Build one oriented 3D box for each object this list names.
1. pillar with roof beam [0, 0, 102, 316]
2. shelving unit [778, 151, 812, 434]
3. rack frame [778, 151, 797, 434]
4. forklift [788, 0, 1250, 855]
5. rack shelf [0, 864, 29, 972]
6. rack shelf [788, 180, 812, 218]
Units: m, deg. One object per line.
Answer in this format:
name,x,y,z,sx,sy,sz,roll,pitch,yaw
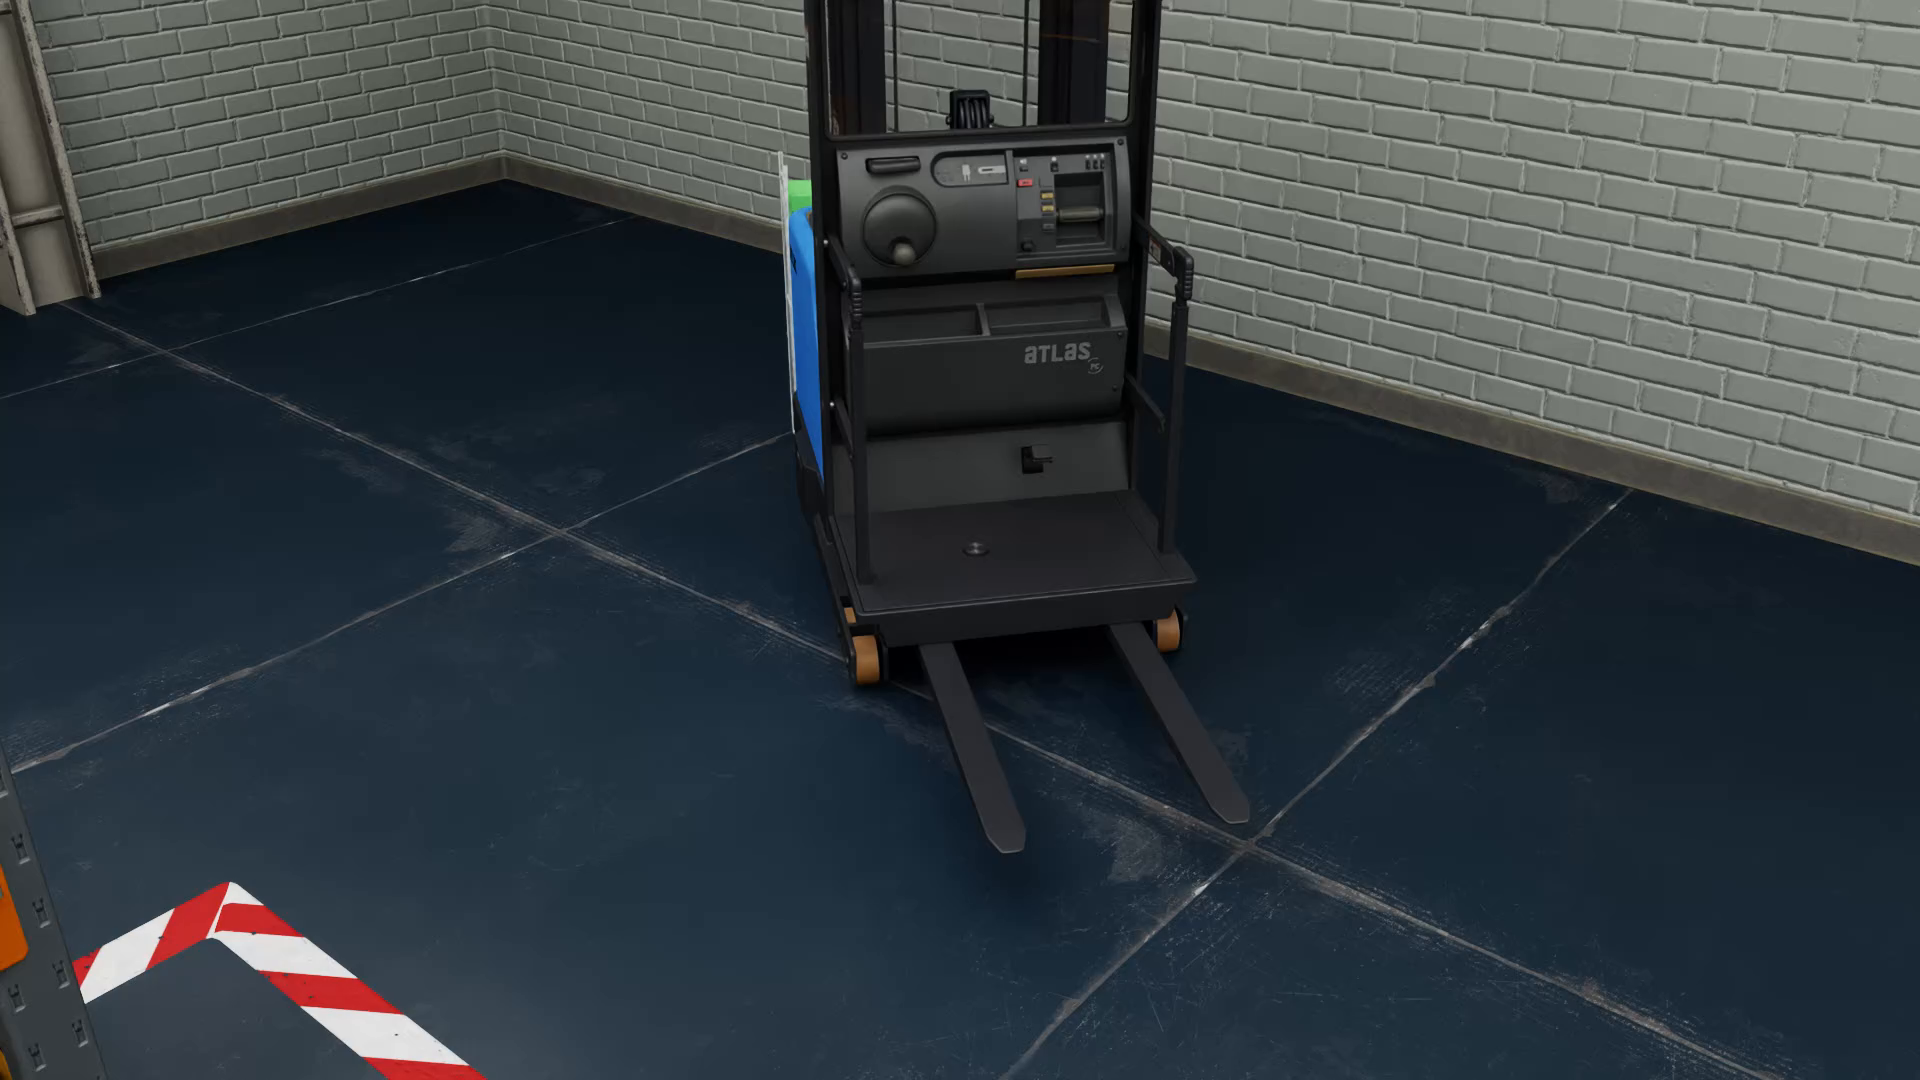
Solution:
pillar with roof beam,-1.420,-3.993,4.176,9.100,9.000,0.400,21,34,34
shelving unit,-0.455,-0.982,6.840,0.503,1.200,0.258,-5,27,-9
rack frame,-0.695,-0.962,6.801,0.015,1.200,0.240,-5,27,-9
forklift,0.126,-1.019,5.031,1.130,2.935,3.031,-5,28,-10
rack shelf,-3.239,1.098,1.646,1.077,0.370,4.000,21,34,34
rack shelf,-0.456,-1.354,6.652,0.480,0.148,0.258,-5,27,-9
